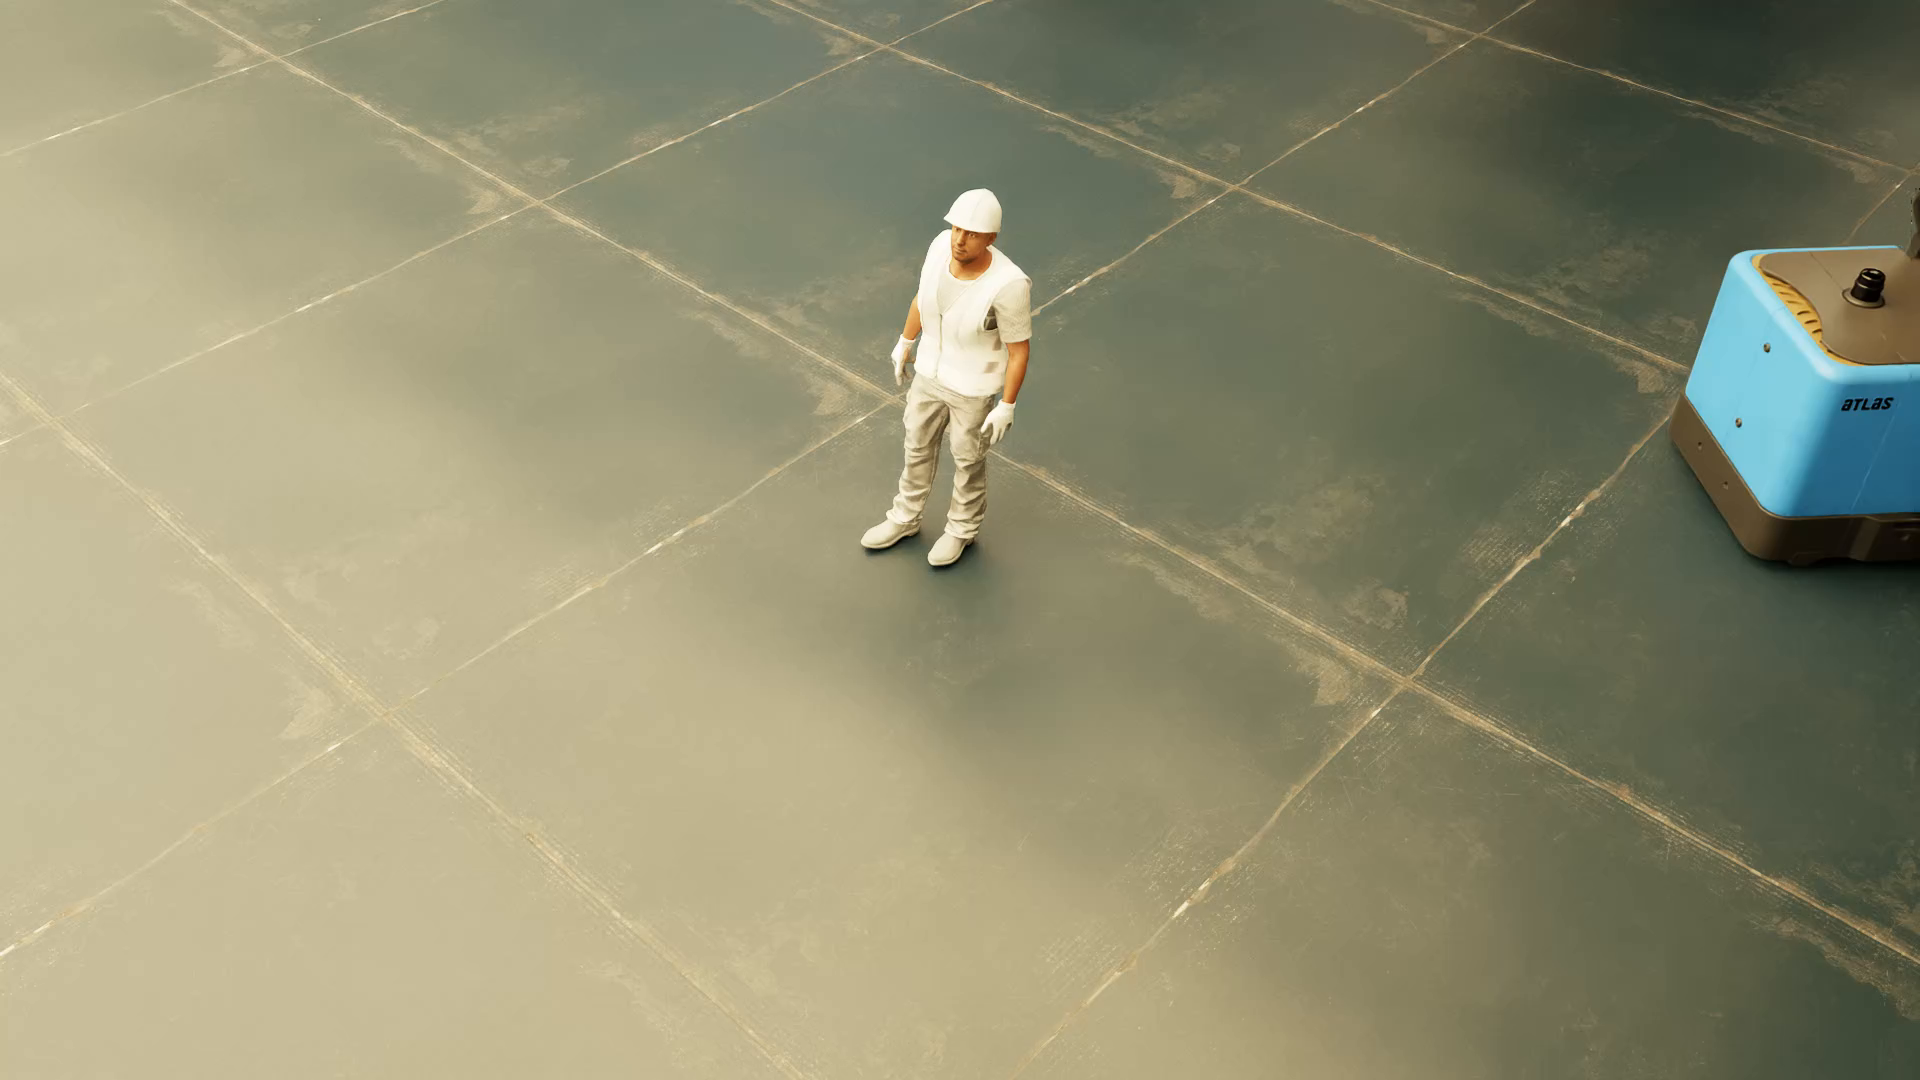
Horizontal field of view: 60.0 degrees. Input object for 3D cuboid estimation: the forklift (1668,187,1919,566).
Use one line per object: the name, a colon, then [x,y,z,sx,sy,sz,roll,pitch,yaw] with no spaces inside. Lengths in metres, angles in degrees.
forklift: [5.027,-1.370,7.025,3.031,2.935,1.130,-3,41,-3]

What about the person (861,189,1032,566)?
person: [-0.055,-0.651,7.058,0.656,1.781,0.577,31,49,31]
